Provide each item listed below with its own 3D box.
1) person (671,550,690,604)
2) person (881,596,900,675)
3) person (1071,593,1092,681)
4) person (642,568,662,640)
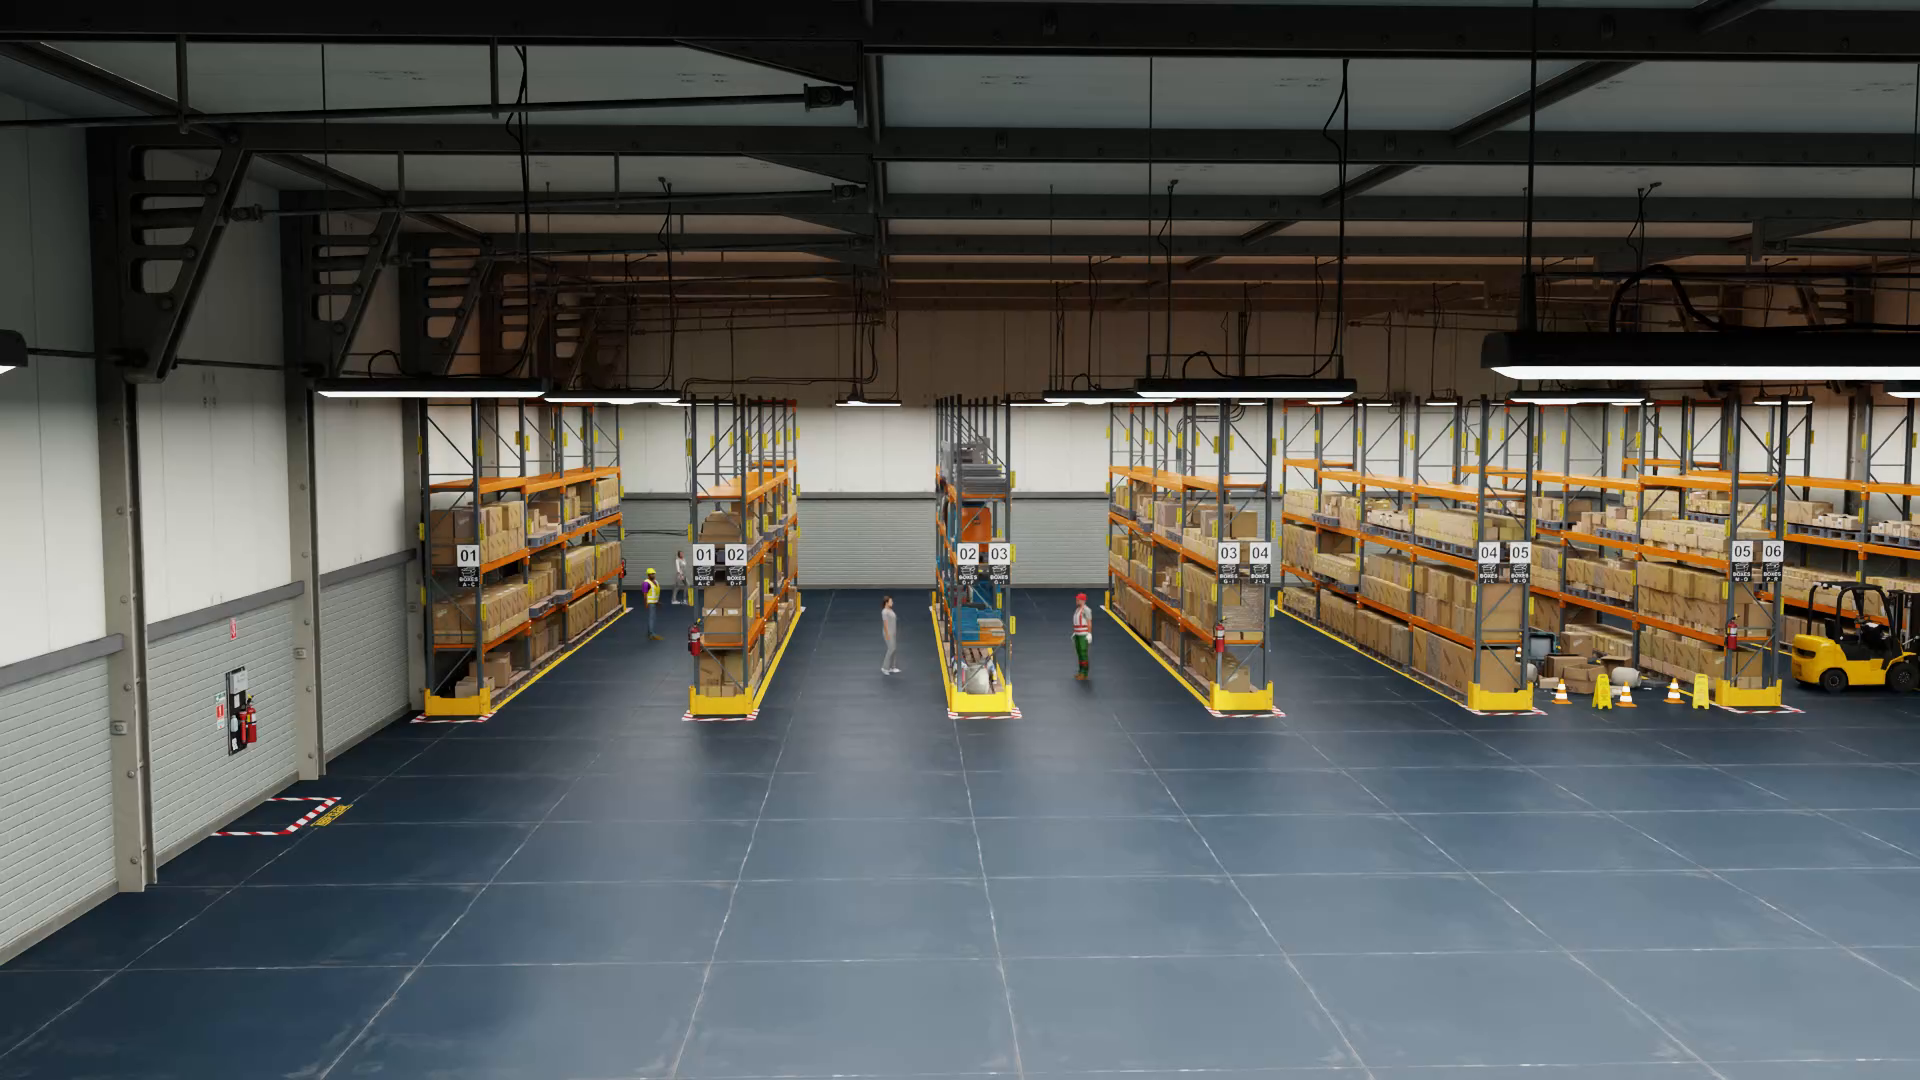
[{"bbox_3d":[-8.180,1.103,48.600,0.577,1.603,0.502,1,5,6],"label":"person"},{"bbox_3d":[-1.516,2.079,36.124,0.435,1.732,0.516,2,5,19],"label":"person"},{"bbox_3d":[2.553,2.039,35.268,0.434,1.805,0.659,-2,5,-22],"label":"person"},{"bbox_3d":[-7.644,1.559,41.427,0.472,1.720,0.598,0,5,4],"label":"person"}]
